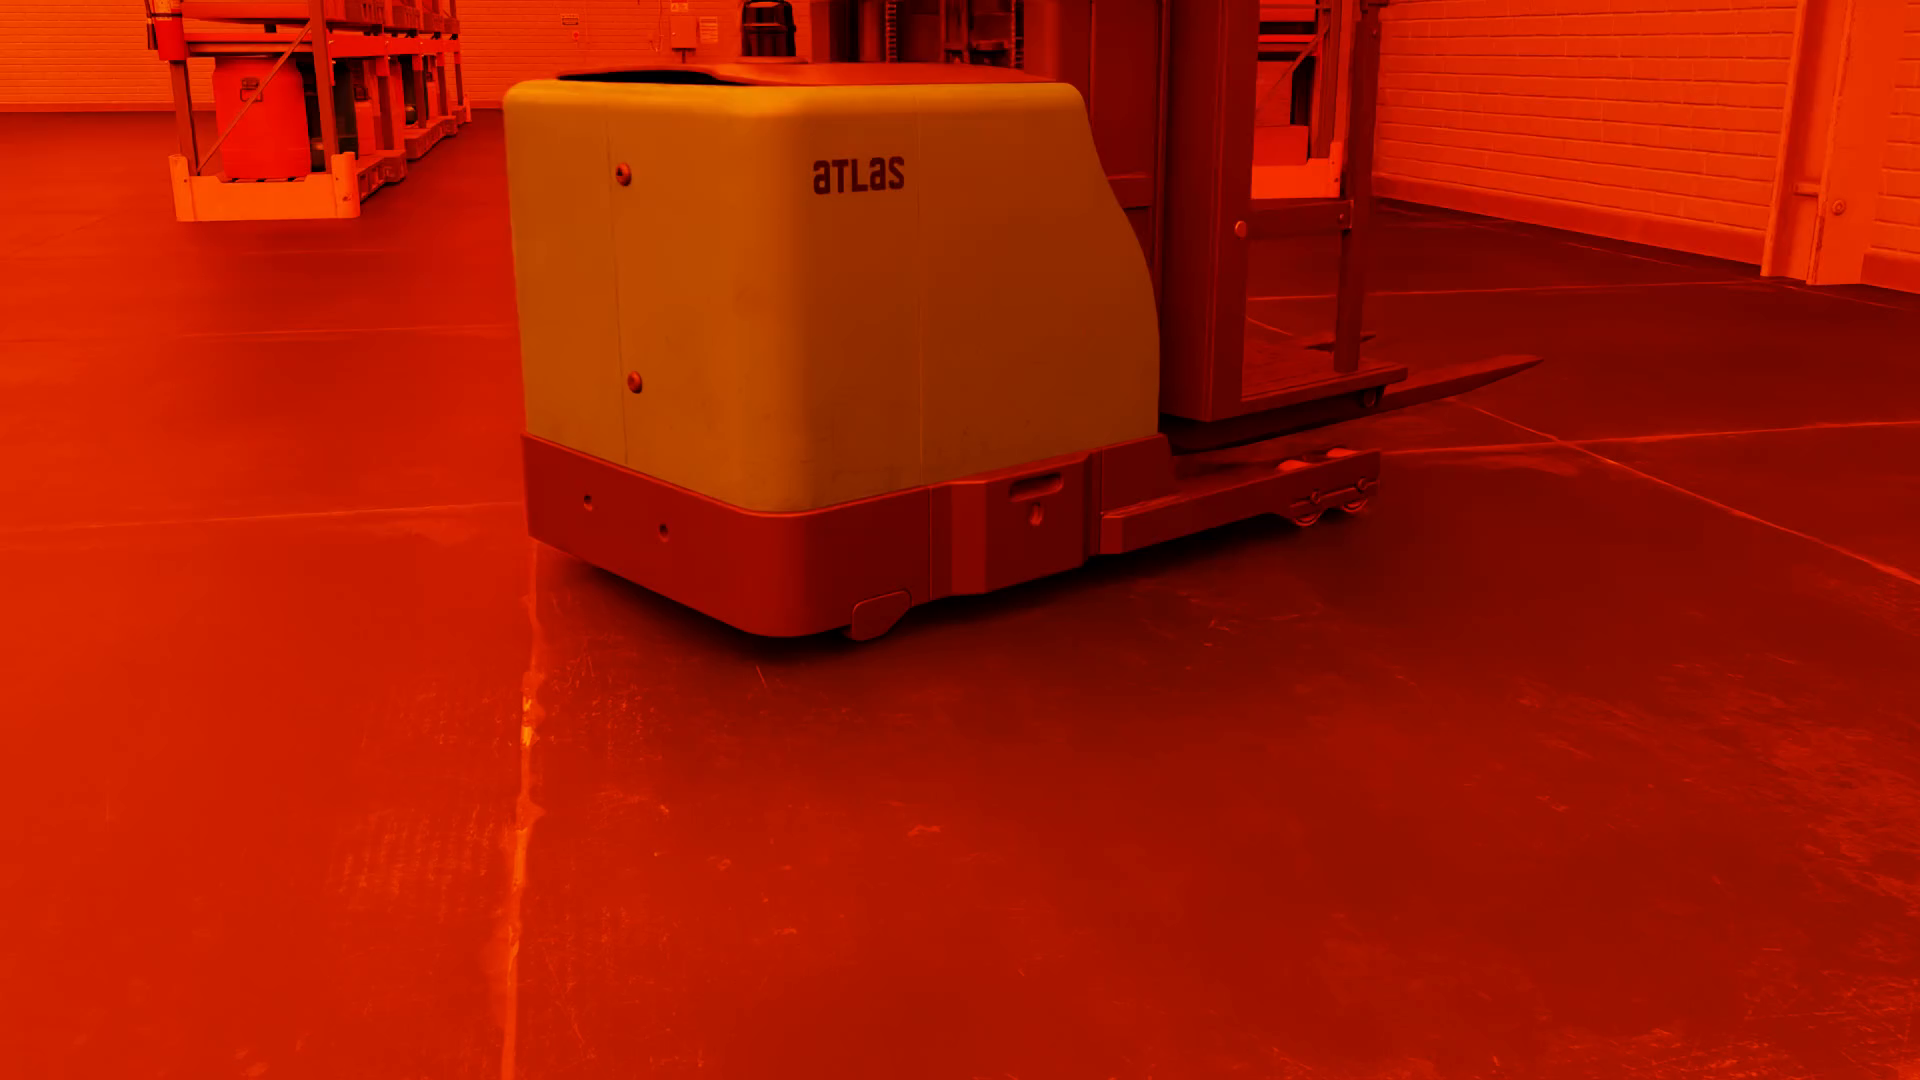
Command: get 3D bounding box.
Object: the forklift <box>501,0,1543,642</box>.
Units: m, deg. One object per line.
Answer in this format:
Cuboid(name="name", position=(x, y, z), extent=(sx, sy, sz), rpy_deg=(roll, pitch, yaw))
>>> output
Cuboid(name="forklift", position=(0.442, -1.536, 4.041), extent=(3.031, 2.935, 1.130), rpy_deg=(-14, 22, -39))
